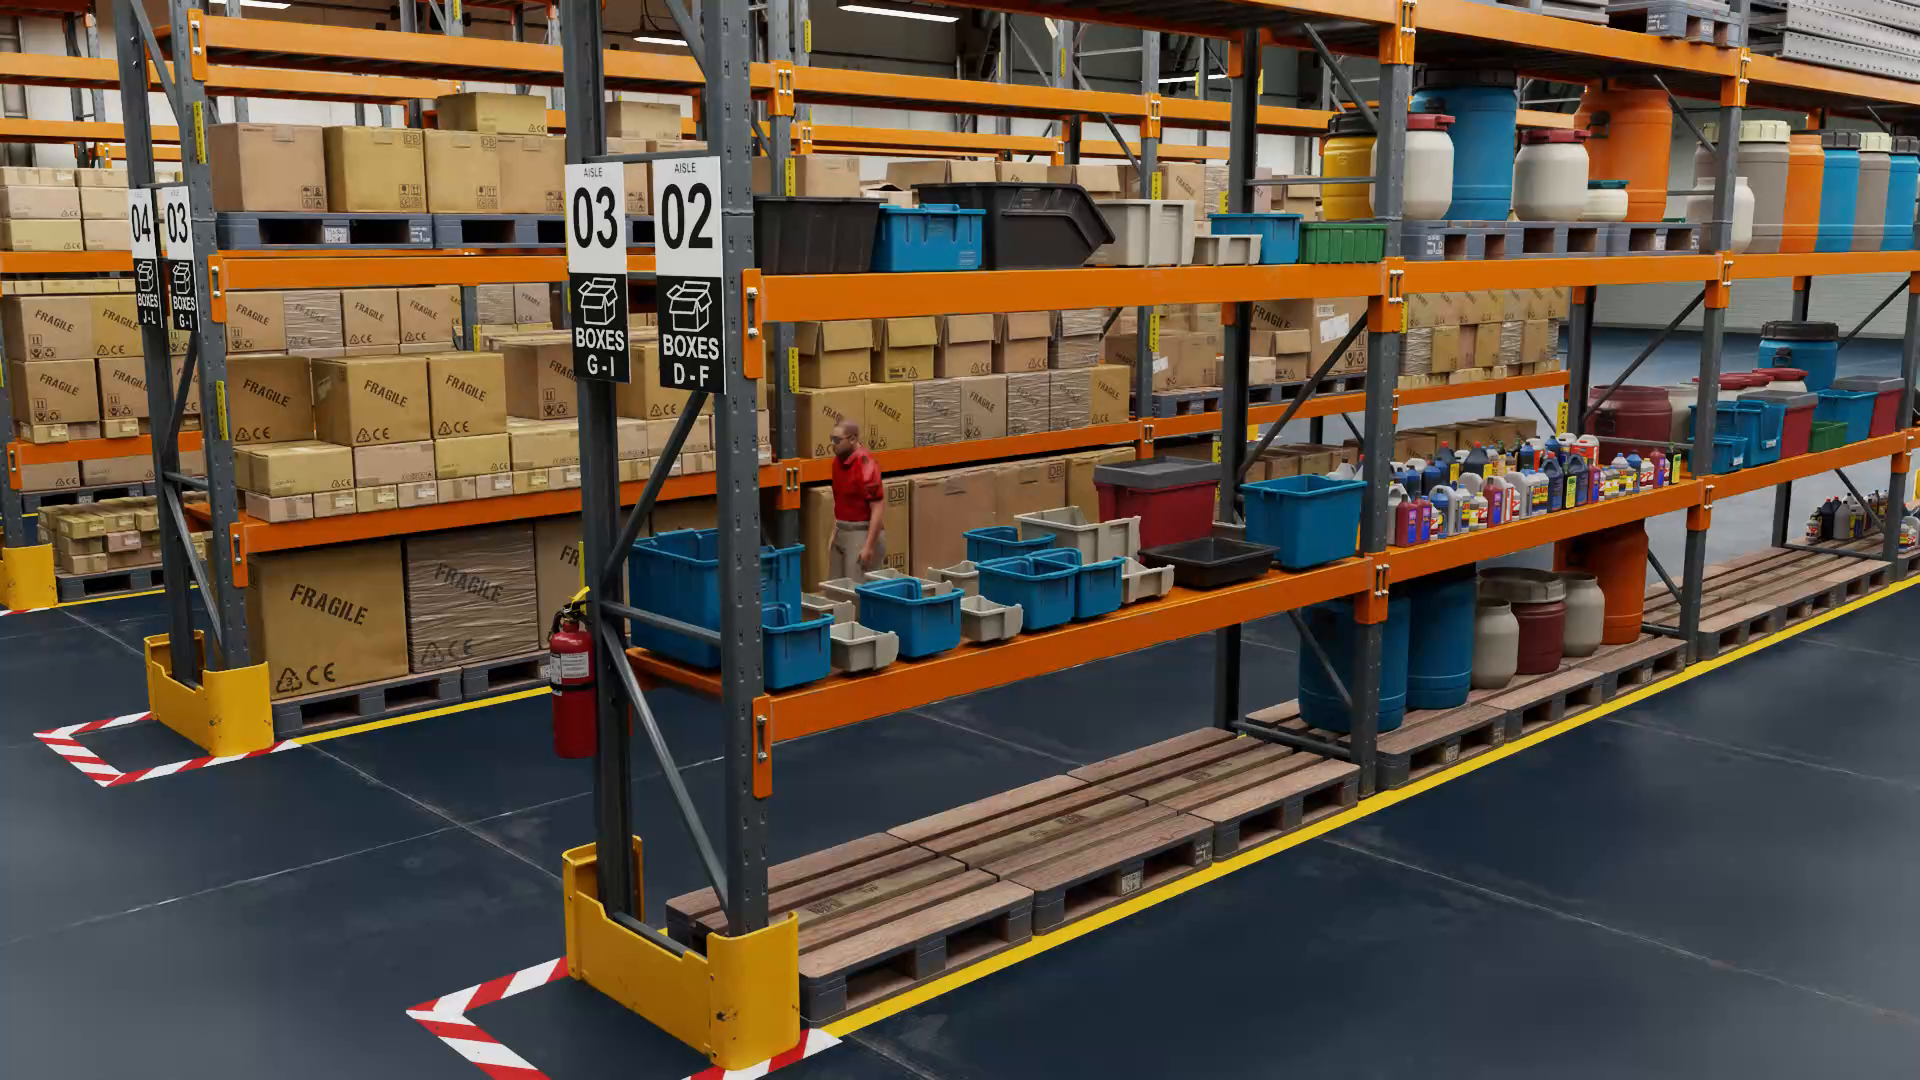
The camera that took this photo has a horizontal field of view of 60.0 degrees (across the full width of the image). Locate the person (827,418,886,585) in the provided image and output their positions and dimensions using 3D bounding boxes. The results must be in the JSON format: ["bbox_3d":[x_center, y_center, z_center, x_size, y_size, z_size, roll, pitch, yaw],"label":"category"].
[{"bbox_3d":[-0.726,0.026,11.316,0.397,1.726,0.582,-6,12,-29],"label":"person"}]
